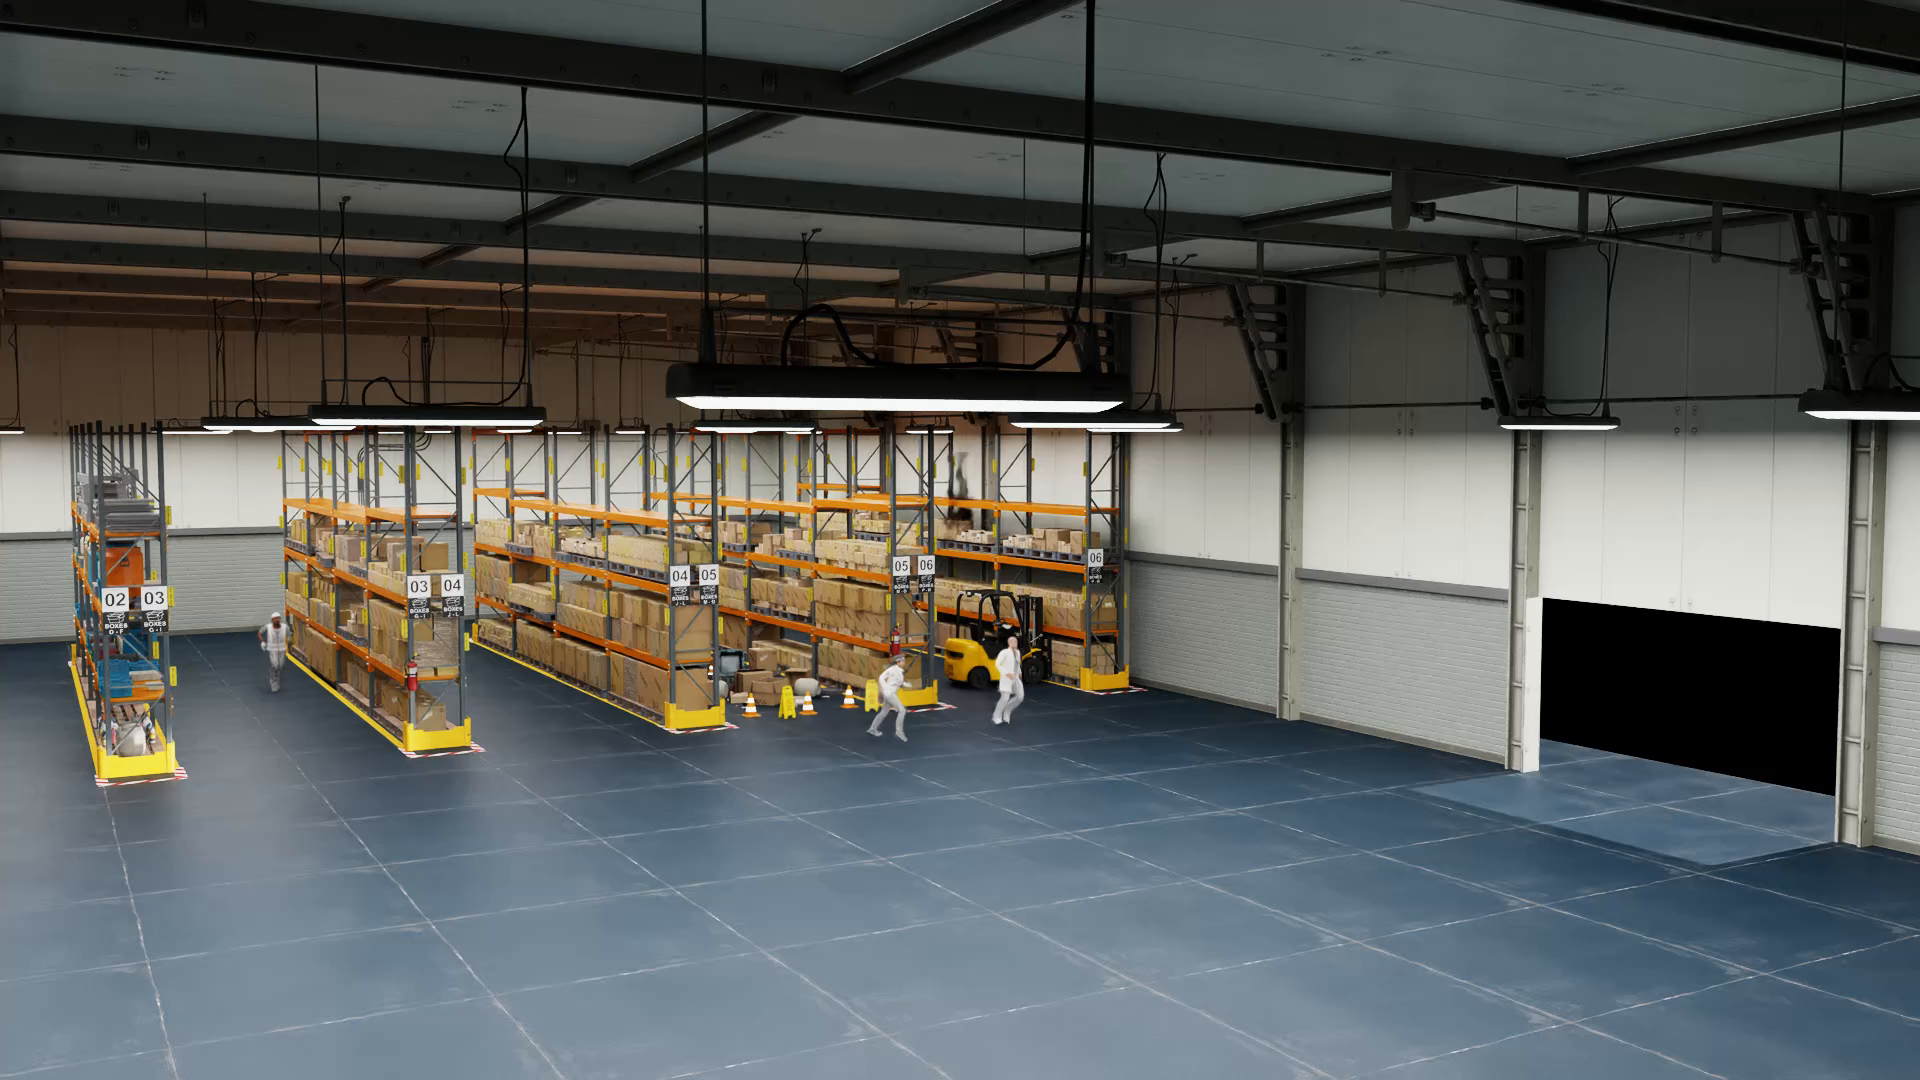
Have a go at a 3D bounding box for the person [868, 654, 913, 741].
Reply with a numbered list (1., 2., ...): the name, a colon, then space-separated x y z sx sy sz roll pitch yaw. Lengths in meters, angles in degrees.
1. person: -1.346 2.975 31.479 0.869 1.671 0.632 1 4 14

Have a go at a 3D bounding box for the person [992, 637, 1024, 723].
1. person: 1.026 2.799 33.313 0.773 1.716 0.614 -3 5 -41

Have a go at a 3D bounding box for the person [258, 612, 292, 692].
1. person: -15.423 2.533 37.533 0.677 1.813 0.795 -3 4 -37
